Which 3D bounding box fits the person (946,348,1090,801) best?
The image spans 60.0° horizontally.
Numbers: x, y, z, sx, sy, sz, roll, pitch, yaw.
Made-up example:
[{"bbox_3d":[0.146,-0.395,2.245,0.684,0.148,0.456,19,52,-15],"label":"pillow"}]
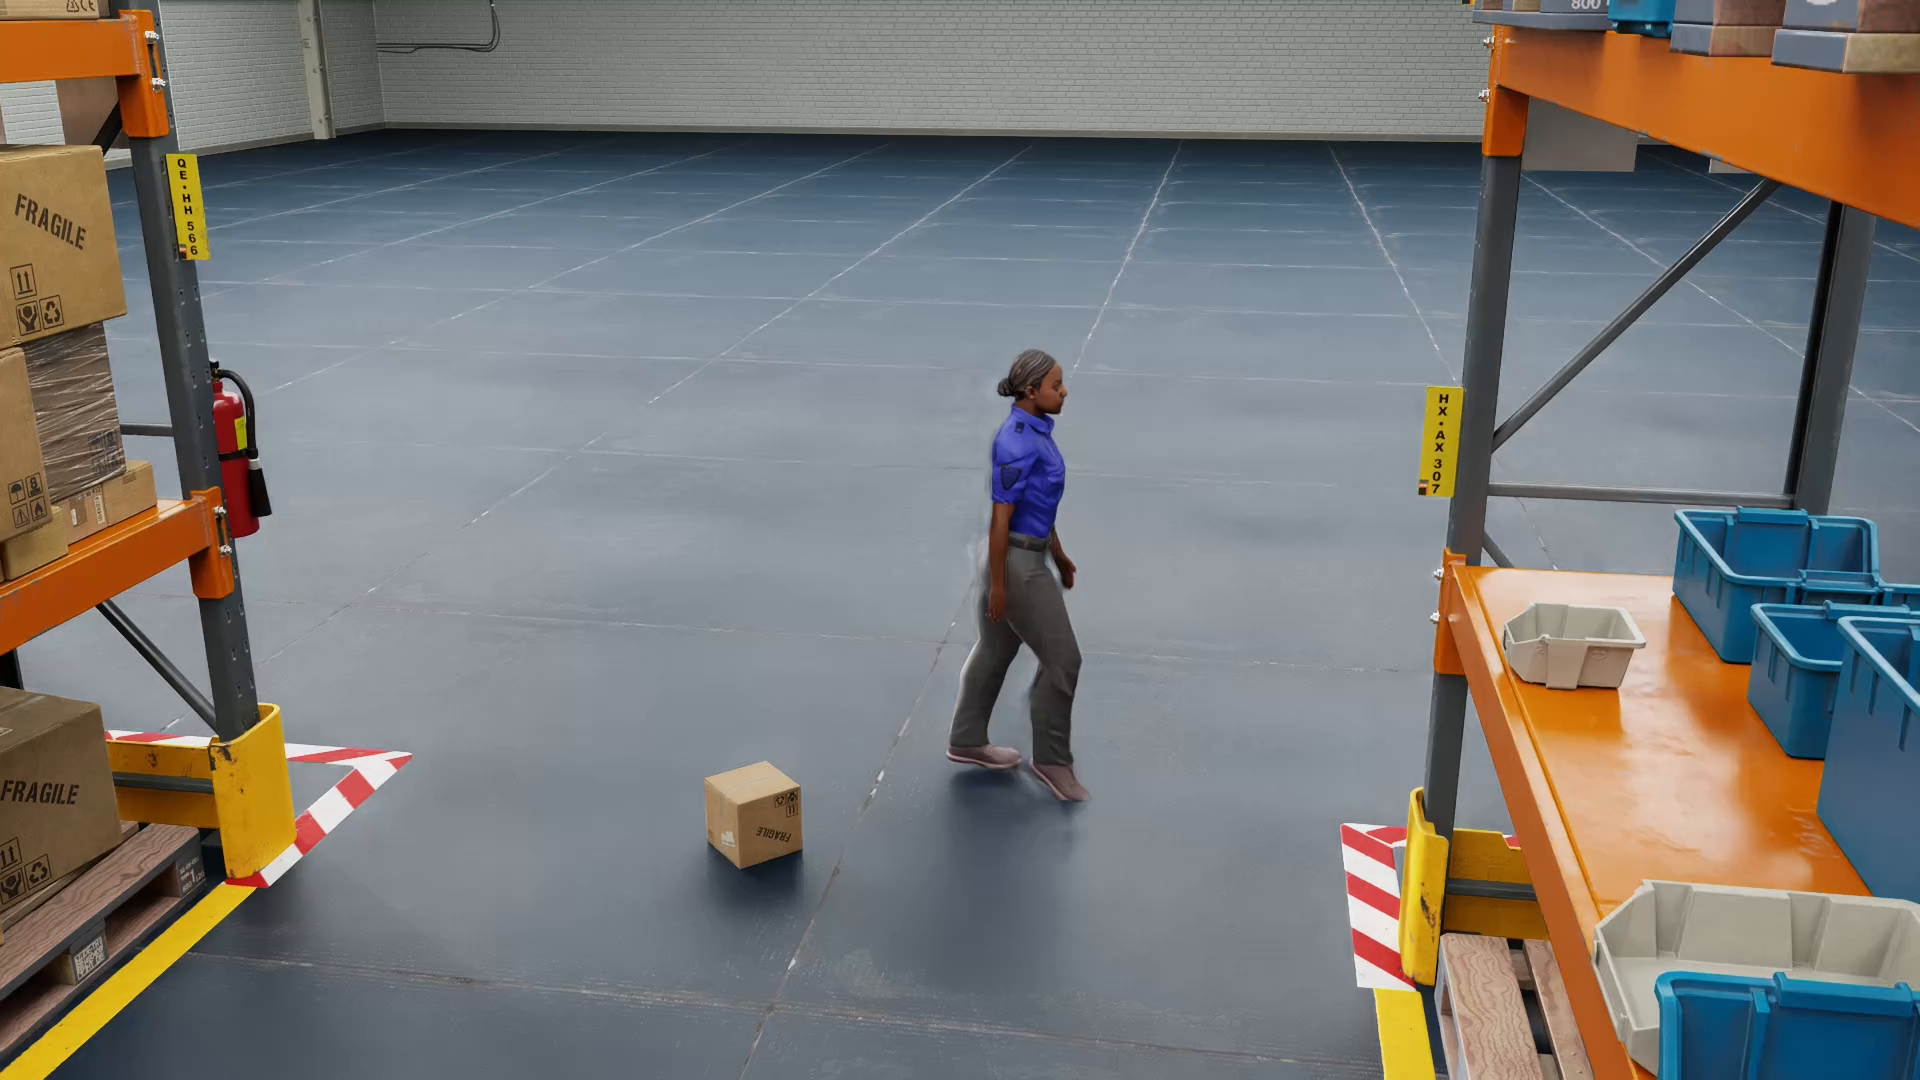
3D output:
[{"bbox_3d":[0.229,0.135,6.205,0.571,1.723,0.469,1,18,3],"label":"person"}]
